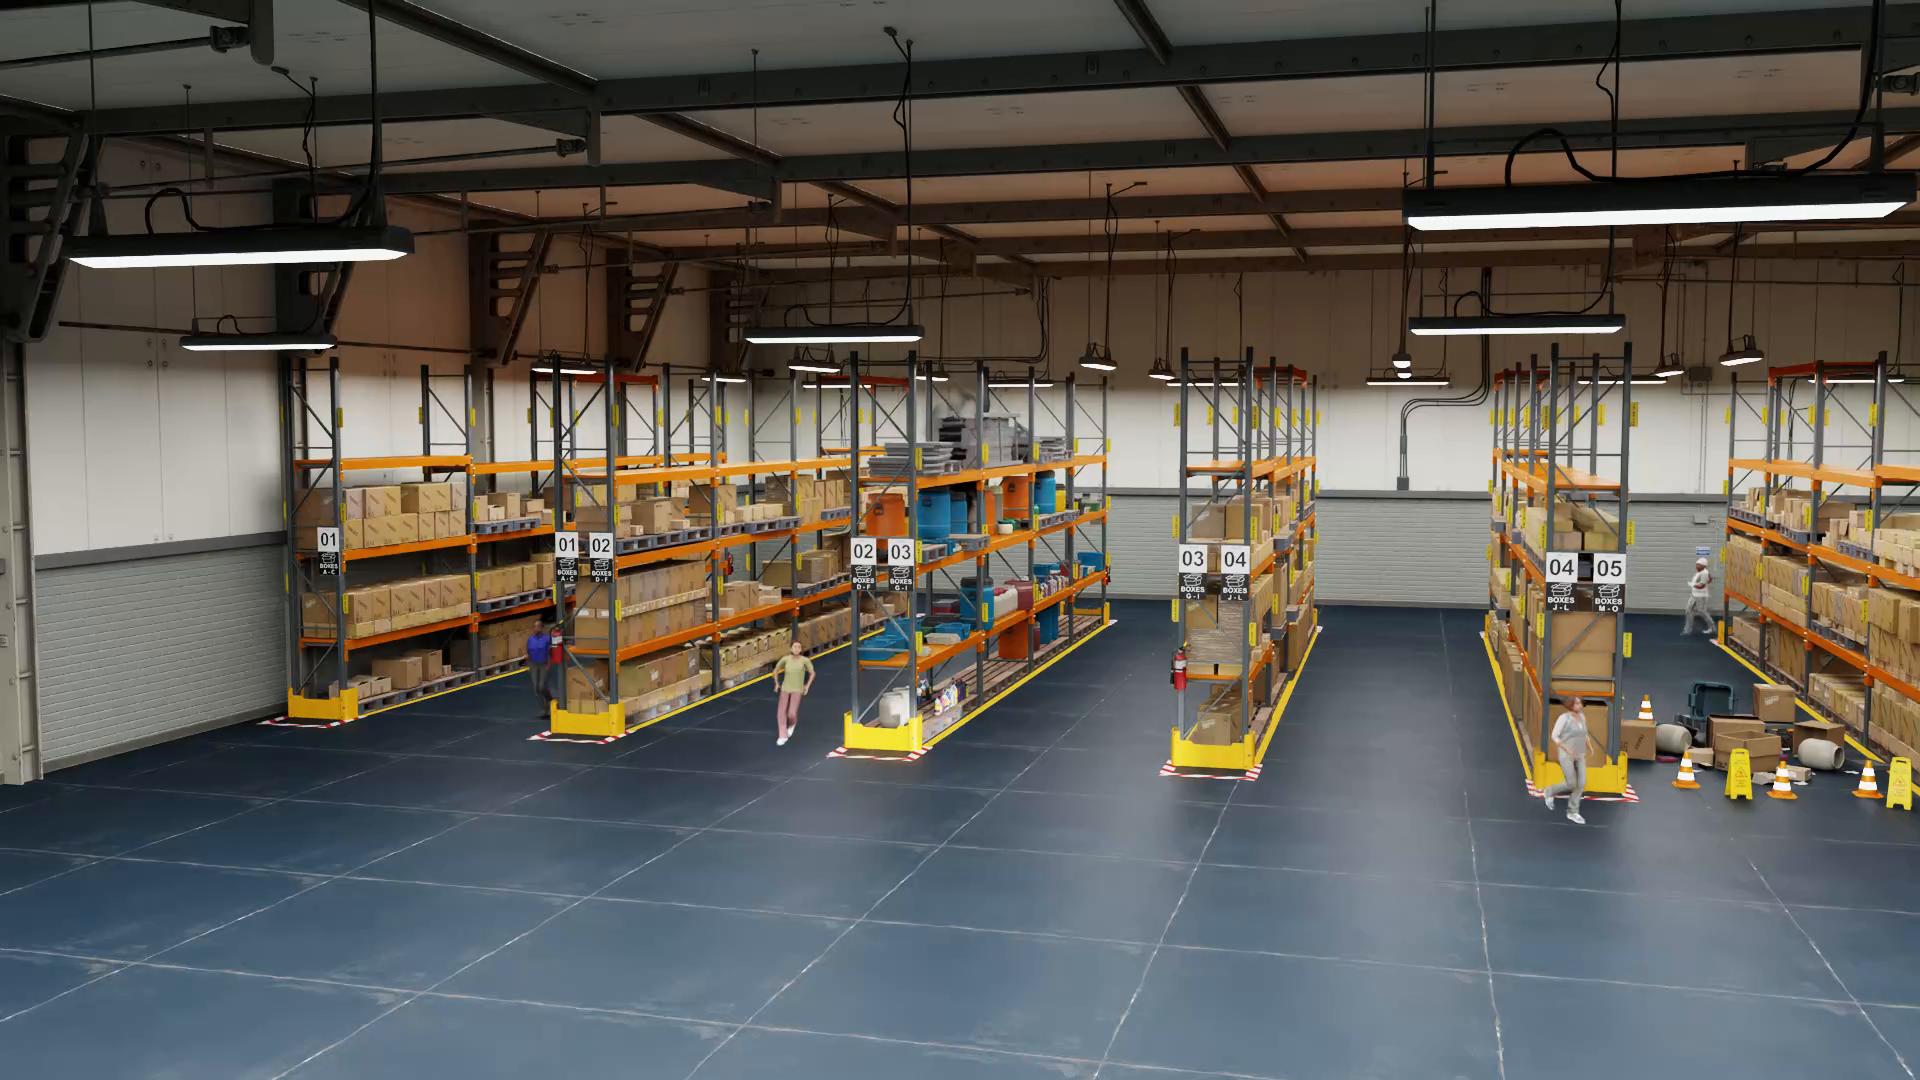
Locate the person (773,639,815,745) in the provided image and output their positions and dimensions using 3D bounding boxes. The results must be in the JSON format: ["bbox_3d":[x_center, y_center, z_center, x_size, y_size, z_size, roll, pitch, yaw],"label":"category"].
[{"bbox_3d":[-2.565,2.334,25.540,0.632,1.625,0.533,0,4,5],"label":"person"}]

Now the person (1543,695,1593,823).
[{"bbox_3d":[7.603,2.704,20.765,0.564,1.584,0.610,-2,5,-24],"label":"person"}]

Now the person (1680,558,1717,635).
[{"bbox_3d":[16.970,1.331,38.080,0.747,1.845,0.721,1,4,9],"label":"person"}]

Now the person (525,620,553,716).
[{"bbox_3d":[-7.019,2.151,27.750,0.548,1.612,0.563,1,4,10],"label":"person"}]
